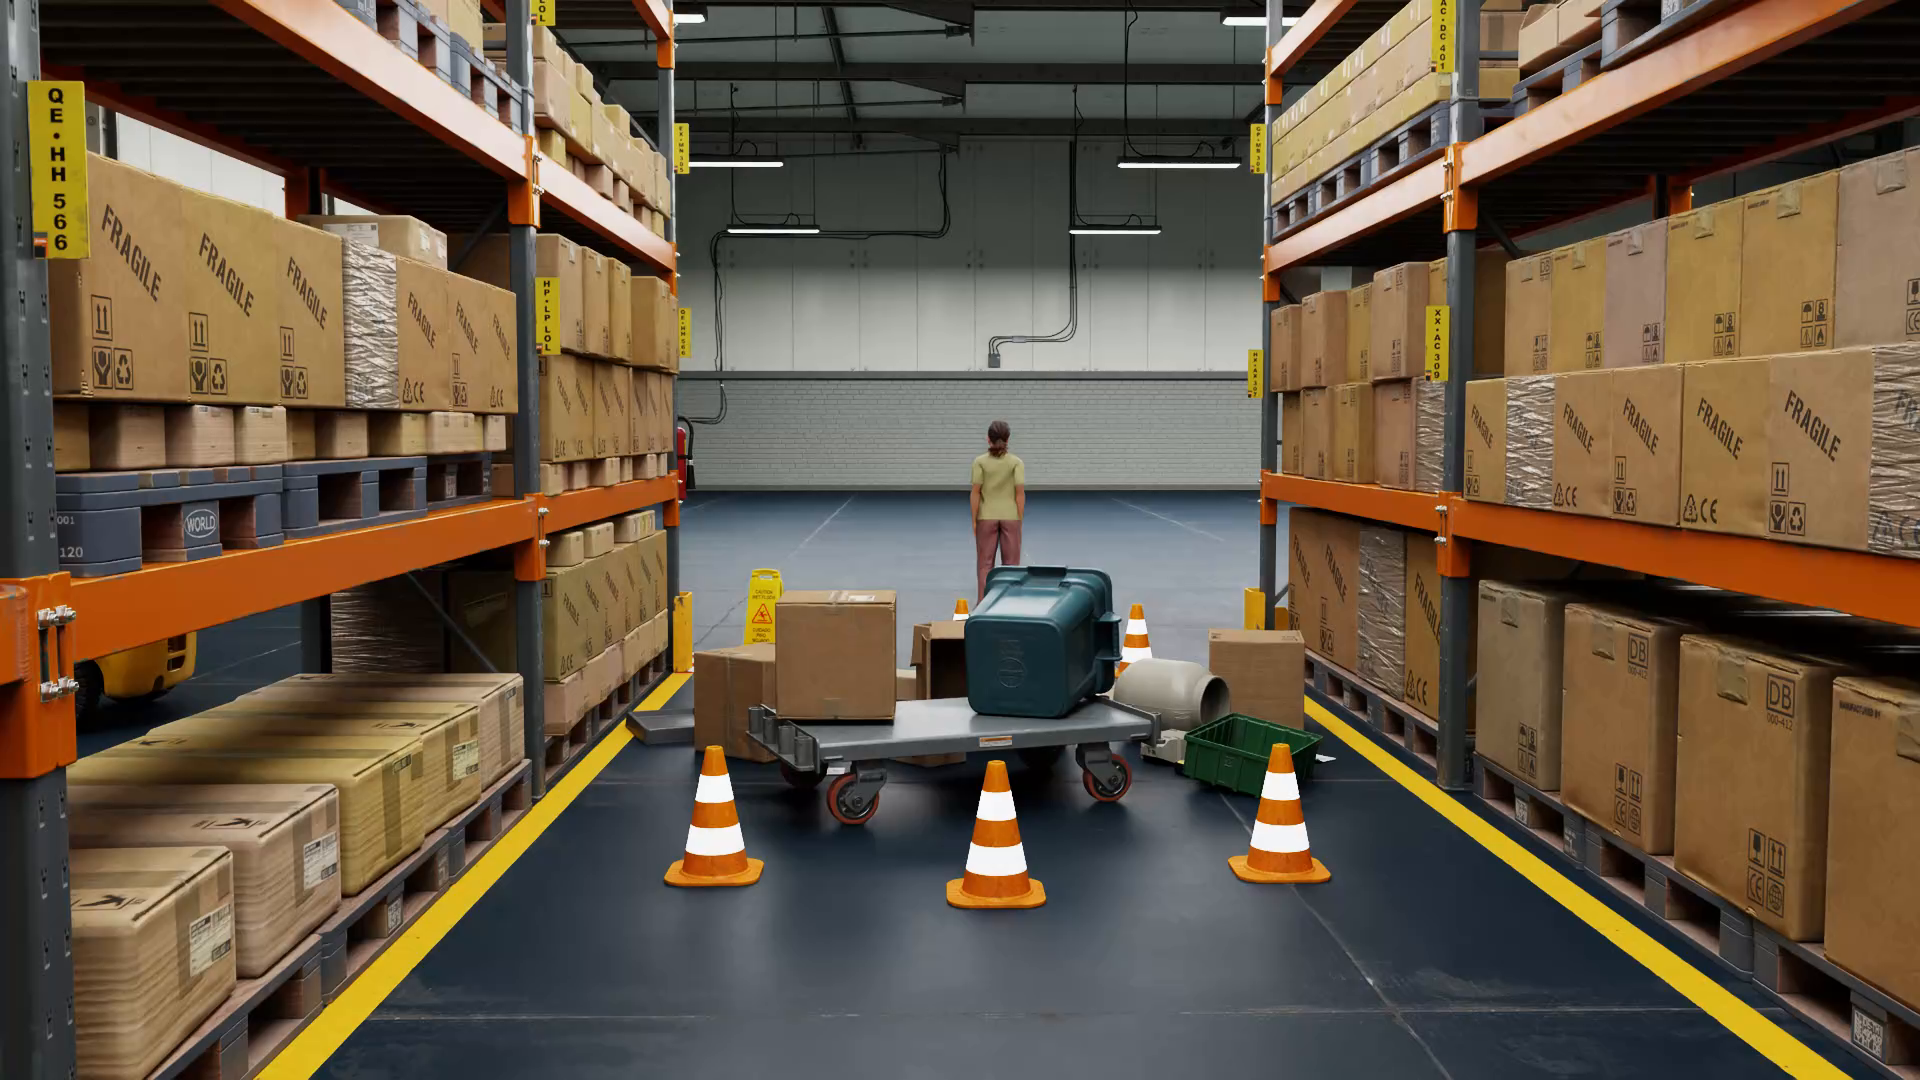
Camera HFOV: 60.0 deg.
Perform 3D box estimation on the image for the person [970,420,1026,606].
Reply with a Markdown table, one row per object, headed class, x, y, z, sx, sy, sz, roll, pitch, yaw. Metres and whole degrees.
| class | x | y | z | sx | sy | sz | roll | pitch | yaw |
| --- | --- | --- | --- | --- | --- | --- | --- | --- | --- |
| person | 0.299 | -0.112 | 13.194 | 0.441 | 1.672 | 0.352 | 0 | 4 | 0 |
